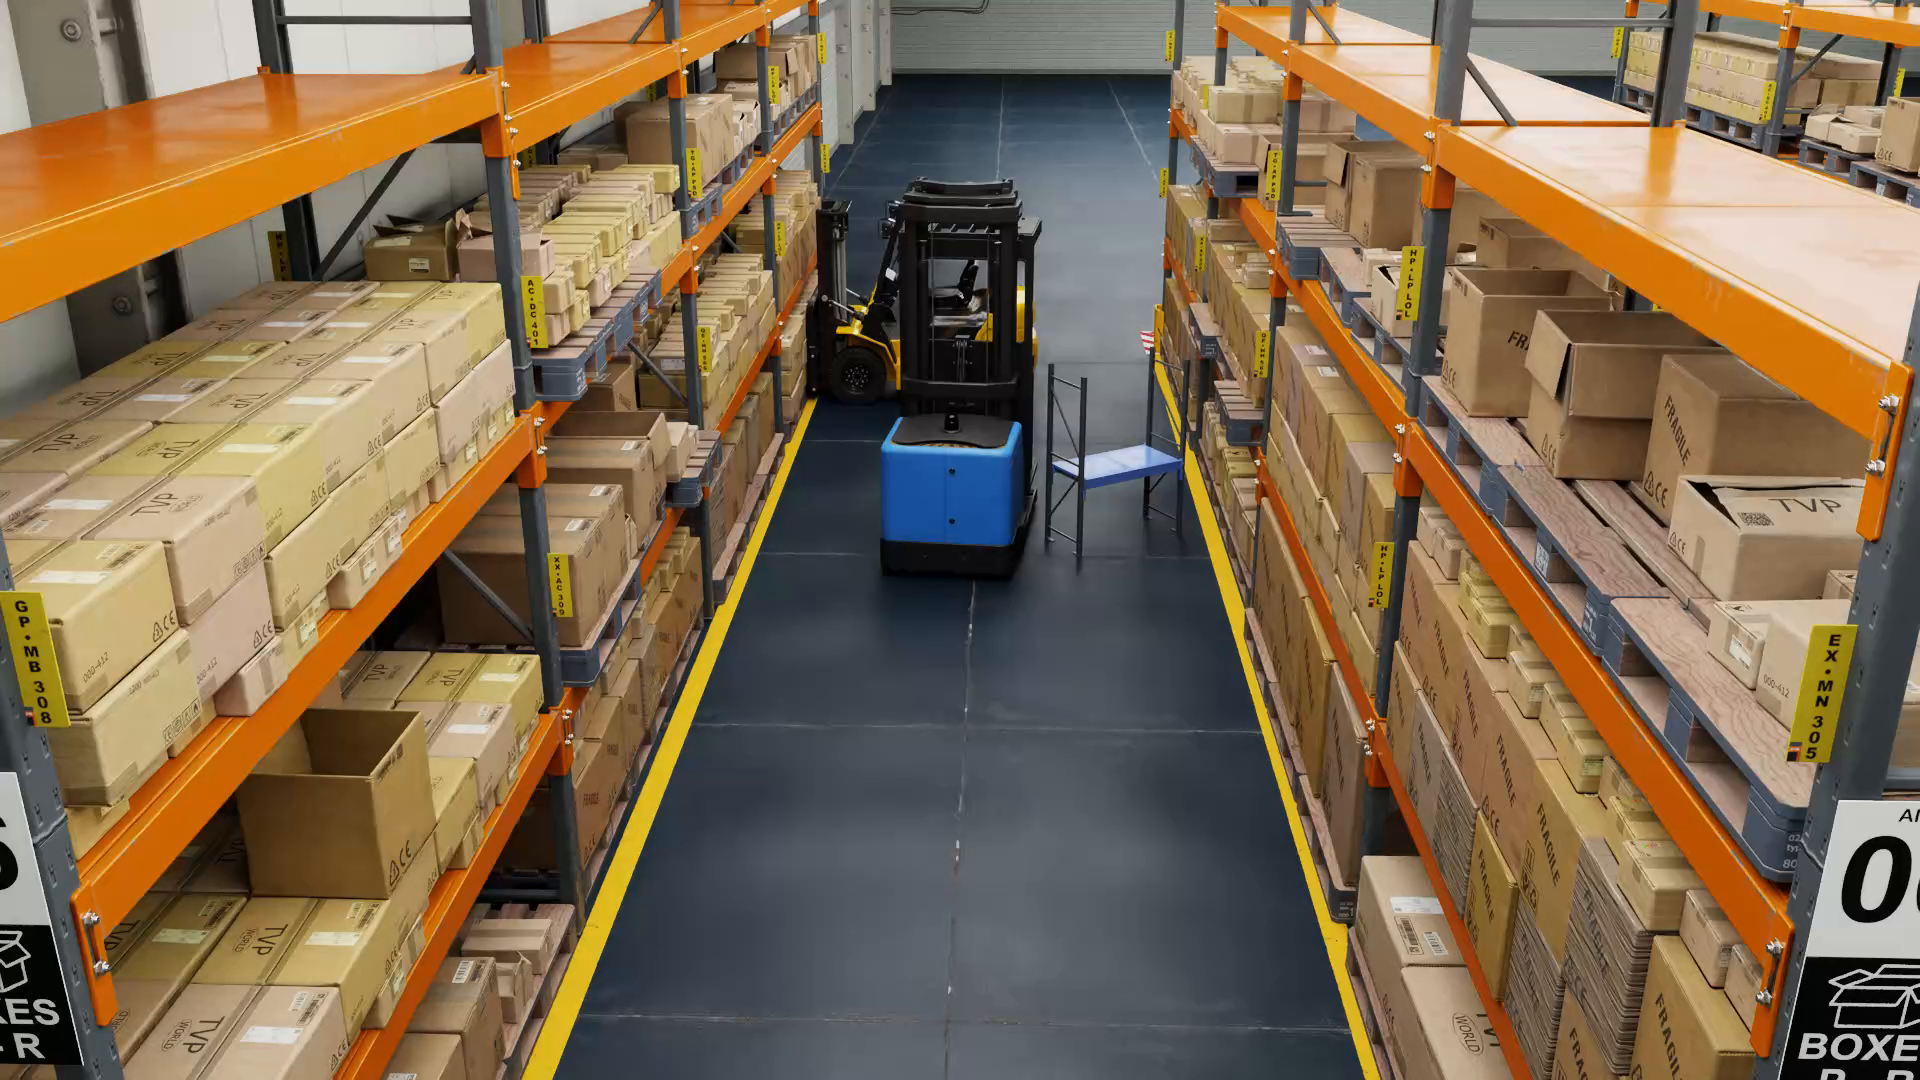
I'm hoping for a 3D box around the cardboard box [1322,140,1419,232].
[{"bbox_3d":[2.772,-2.281,10.683,0.797,0.503,0.637,-1,21,-2],"label":"cardboard box"}]

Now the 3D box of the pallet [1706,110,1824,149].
[{"bbox_3d":[7.740,-3.857,15.593,1.003,0.211,1.213,1,21,2],"label":"pallet"}]

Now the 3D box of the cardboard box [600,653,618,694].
[{"bbox_3d":[-2.207,0.774,9.659,0.380,0.149,0.250,1,21,1],"label":"cardboard box"}]

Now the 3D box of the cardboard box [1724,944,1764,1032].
[{"bbox_3d":[2.200,1.169,4.245,0.380,0.149,0.250,1,21,2],"label":"cardboard box"}]

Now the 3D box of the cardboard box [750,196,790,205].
[{"bbox_3d":[-1.951,-3.432,17.076,0.380,0.149,0.250,1,21,2],"label":"cardboard box"}]

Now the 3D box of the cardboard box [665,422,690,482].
[{"bbox_3d":[-2.037,-0.570,10.772,0.500,0.250,0.500,0,21,-1],"label":"cardboard box"}]

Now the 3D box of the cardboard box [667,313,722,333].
[{"bbox_3d":[-2.063,-1.666,12.934,0.380,0.149,0.250,1,21,2],"label":"cardboard box"}]

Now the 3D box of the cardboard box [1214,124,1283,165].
[{"bbox_3d":[2.328,-3.174,13.336,0.500,0.250,0.500,0,21,1],"label":"cardboard box"}]

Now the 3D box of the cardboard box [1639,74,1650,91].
[{"bbox_3d":[7.481,-4.871,17.712,0.380,0.149,0.250,1,21,2],"label":"cardboard box"}]

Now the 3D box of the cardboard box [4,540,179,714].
[{"bbox_3d":[-2.308,0.205,4.105,0.500,0.250,0.500,0,21,1],"label":"cardboard box"}]

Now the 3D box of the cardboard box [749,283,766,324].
[{"bbox_3d":[-1.975,-2.072,14.533,0.500,0.250,0.500,0,21,0],"label":"cardboard box"}]

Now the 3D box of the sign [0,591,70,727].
[{"bbox_3d":[-2.030,0.263,3.643,0.100,0.325,0.005,1,21,2],"label":"sign"}]

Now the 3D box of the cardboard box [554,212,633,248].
[{"bbox_3d":[-2.015,-1.706,9.143,0.380,0.149,0.250,1,21,2],"label":"cardboard box"}]

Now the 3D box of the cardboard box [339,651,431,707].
[{"bbox_3d":[-2.736,0.724,7.605,0.500,0.250,0.500,0,21,1],"label":"cardboard box"}]

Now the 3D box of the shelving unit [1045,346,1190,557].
[{"bbox_3d":[1.284,-0.738,13.652,1.048,1.500,0.538,-12,24,-29],"label":"shelving unit"}]

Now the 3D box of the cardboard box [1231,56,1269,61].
[{"bbox_3d":[3.161,-5.196,18.166,0.380,0.149,0.250,1,21,2],"label":"cardboard box"}]

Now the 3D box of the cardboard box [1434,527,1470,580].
[{"bbox_3d":[2.250,0.059,7.106,0.380,0.149,0.250,1,21,2],"label":"cardboard box"}]

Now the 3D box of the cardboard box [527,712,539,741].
[{"bbox_3d":[-2.208,0.852,7.827,0.380,0.149,0.250,1,21,2],"label":"cardboard box"}]

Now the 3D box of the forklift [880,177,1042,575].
[{"bbox_3d":[0.084,-1.591,13.870,1.130,2.935,3.031,3,21,7],"label":"forklift"}]

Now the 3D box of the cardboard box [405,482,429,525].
[{"bbox_3d":[-2.243,-0.161,6.290,0.380,0.149,0.250,1,21,3],"label":"cardboard box"}]

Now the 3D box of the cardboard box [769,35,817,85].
[{"bbox_3d":[-1.855,-5.247,18.194,0.500,0.500,0.500,1,21,3],"label":"cardboard box"}]

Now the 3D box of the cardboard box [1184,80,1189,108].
[{"bbox_3d":[2.578,-4.588,17.149,0.500,0.250,0.500,1,21,3],"label":"cardboard box"}]

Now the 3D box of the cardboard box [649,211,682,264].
[{"bbox_3d":[-2.102,-1.970,10.813,0.500,0.250,0.500,0,21,0],"label":"cardboard box"}]

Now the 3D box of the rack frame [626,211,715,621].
[{"bbox_3d":[-2.329,-0.829,11.813,1.000,3.000,0.127,1,21,2],"label":"rack frame"}]

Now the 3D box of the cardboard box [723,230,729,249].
[{"bbox_3d":[-2.465,-2.930,16.193,0.380,0.149,0.250,1,21,3],"label":"cardboard box"}]

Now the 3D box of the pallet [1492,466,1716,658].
[{"bbox_3d":[2.436,0.049,5.526,1.003,0.211,1.213,1,21,2],"label":"pallet"}]

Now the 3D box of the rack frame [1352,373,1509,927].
[{"bbox_3d":[2.511,0.670,7.949,1.000,3.000,0.127,1,21,2],"label":"rack frame"}]

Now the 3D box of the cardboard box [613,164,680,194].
[{"bbox_3d":[-2.044,-2.355,10.843,0.380,0.149,0.250,1,21,3],"label":"cardboard box"}]

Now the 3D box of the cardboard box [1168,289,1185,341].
[{"bbox_3d":[2.563,-2.446,18.163,0.500,0.500,0.500,0,21,0],"label":"cardboard box"}]

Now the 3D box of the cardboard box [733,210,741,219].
[{"bbox_3d":[-2.428,-3.345,16.850,0.380,0.149,0.250,0,21,1],"label":"cardboard box"}]

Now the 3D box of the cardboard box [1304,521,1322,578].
[{"bbox_3d":[2.335,0.022,9.827,0.500,0.250,0.500,1,21,2],"label":"cardboard box"}]

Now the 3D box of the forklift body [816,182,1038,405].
[{"bbox_3d":[-0.320,-2.621,17.603,2.313,2.155,1.214,1,21,2],"label":"forklift body"}]

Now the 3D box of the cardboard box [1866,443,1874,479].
[{"bbox_3d":[7.715,-0.441,13.340,1.050,0.750,0.750,1,21,2],"label":"cardboard box"}]

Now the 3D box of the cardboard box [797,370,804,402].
[{"bbox_3d":[-1.862,-1.545,16.877,0.500,0.250,0.500,0,21,0],"label":"cardboard box"}]

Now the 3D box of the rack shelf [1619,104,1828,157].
[{"bbox_3d":[7.766,-3.991,16.808,1.077,0.370,4.000,1,21,2],"label":"rack shelf"}]

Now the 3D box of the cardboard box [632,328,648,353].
[{"bbox_3d":[-2.556,-1.487,12.473,0.380,0.149,0.250,1,21,2],"label":"cardboard box"}]

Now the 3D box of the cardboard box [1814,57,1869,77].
[{"bbox_3d":[8.063,-4.320,15.189,0.380,0.149,0.250,0,21,1],"label":"cardboard box"}]

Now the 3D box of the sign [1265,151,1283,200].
[{"bbox_3d":[2.090,-2.422,11.057,0.100,0.325,0.005,1,21,2],"label":"sign"}]

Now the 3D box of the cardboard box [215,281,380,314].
[{"bbox_3d":[-2.750,-0.908,6.973,0.500,0.250,0.500,0,21,1],"label":"cardboard box"}]

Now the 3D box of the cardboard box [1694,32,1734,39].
[{"bbox_3d":[8.156,-5.421,18.026,0.380,0.149,0.250,1,21,2],"label":"cardboard box"}]

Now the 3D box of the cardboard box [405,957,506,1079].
[{"bbox_3d":[-2.362,2.129,7.065,0.700,0.500,0.500,0,21,0],"label":"cardboard box"}]

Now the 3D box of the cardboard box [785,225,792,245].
[{"bbox_3d":[-1.867,-3.014,16.408,0.380,0.149,0.250,1,21,3],"label":"cardboard box"}]

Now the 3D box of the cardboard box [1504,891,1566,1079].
[{"bbox_3d":[2.176,1.525,5.607,0.500,0.500,0.500,1,21,3],"label":"cardboard box"}]

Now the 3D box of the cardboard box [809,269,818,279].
[{"bbox_3d":[-1.788,-2.932,19.071,0.500,0.250,0.500,1,21,3],"label":"cardboard box"}]

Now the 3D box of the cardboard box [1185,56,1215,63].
[{"bbox_3d":[2.661,-5.196,18.164,0.380,0.149,0.250,0,21,1],"label":"cardboard box"}]

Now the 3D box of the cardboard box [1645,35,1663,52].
[{"bbox_3d":[7.482,-5.246,17.575,0.380,0.149,0.250,0,21,1],"label":"cardboard box"}]

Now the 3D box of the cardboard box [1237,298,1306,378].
[{"bbox_3d":[2.373,-1.512,12.442,0.500,0.500,0.500,0,21,1],"label":"cardboard box"}]

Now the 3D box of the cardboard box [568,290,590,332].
[{"bbox_3d":[-2.001,-1.104,8.002,0.380,0.149,0.250,1,21,2],"label":"cardboard box"}]

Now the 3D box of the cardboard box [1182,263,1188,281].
[{"bbox_3d":[2.496,-2.778,17.182,0.380,0.149,0.250,1,21,2],"label":"cardboard box"}]

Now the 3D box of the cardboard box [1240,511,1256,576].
[{"bbox_3d":[2.660,0.049,12.602,0.950,0.372,0.625,-1,21,-2],"label":"cardboard box"}]

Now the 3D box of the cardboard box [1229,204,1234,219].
[{"bbox_3d":[3.064,-3.396,16.497,0.700,0.500,0.500,0,21,0],"label":"cardboard box"}]

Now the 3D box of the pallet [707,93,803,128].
[{"bbox_3d":[-2.167,-4.382,16.944,1.003,0.211,1.213,1,21,2],"label":"pallet"}]

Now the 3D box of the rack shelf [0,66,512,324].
[{"bbox_3d":[-2.511,-1.120,5.268,1.077,0.370,4.000,1,21,2],"label":"rack shelf"}]

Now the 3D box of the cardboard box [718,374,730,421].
[{"bbox_3d":[-2.051,-1.099,12.716,0.500,0.250,0.500,0,21,0],"label":"cardboard box"}]

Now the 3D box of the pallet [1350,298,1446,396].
[{"bbox_3d":[2.490,-0.971,8.296,0.805,0.209,1.217,0,21,-1],"label":"pallet"}]

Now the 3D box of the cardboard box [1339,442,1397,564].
[{"bbox_3d":[2.282,-0.194,8.655,0.500,0.500,0.500,1,21,3],"label":"cardboard box"}]

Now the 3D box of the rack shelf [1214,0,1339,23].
[{"bbox_3d":[2.815,-5.406,16.313,1.077,0.370,4.000,1,21,2],"label":"rack shelf"}]
